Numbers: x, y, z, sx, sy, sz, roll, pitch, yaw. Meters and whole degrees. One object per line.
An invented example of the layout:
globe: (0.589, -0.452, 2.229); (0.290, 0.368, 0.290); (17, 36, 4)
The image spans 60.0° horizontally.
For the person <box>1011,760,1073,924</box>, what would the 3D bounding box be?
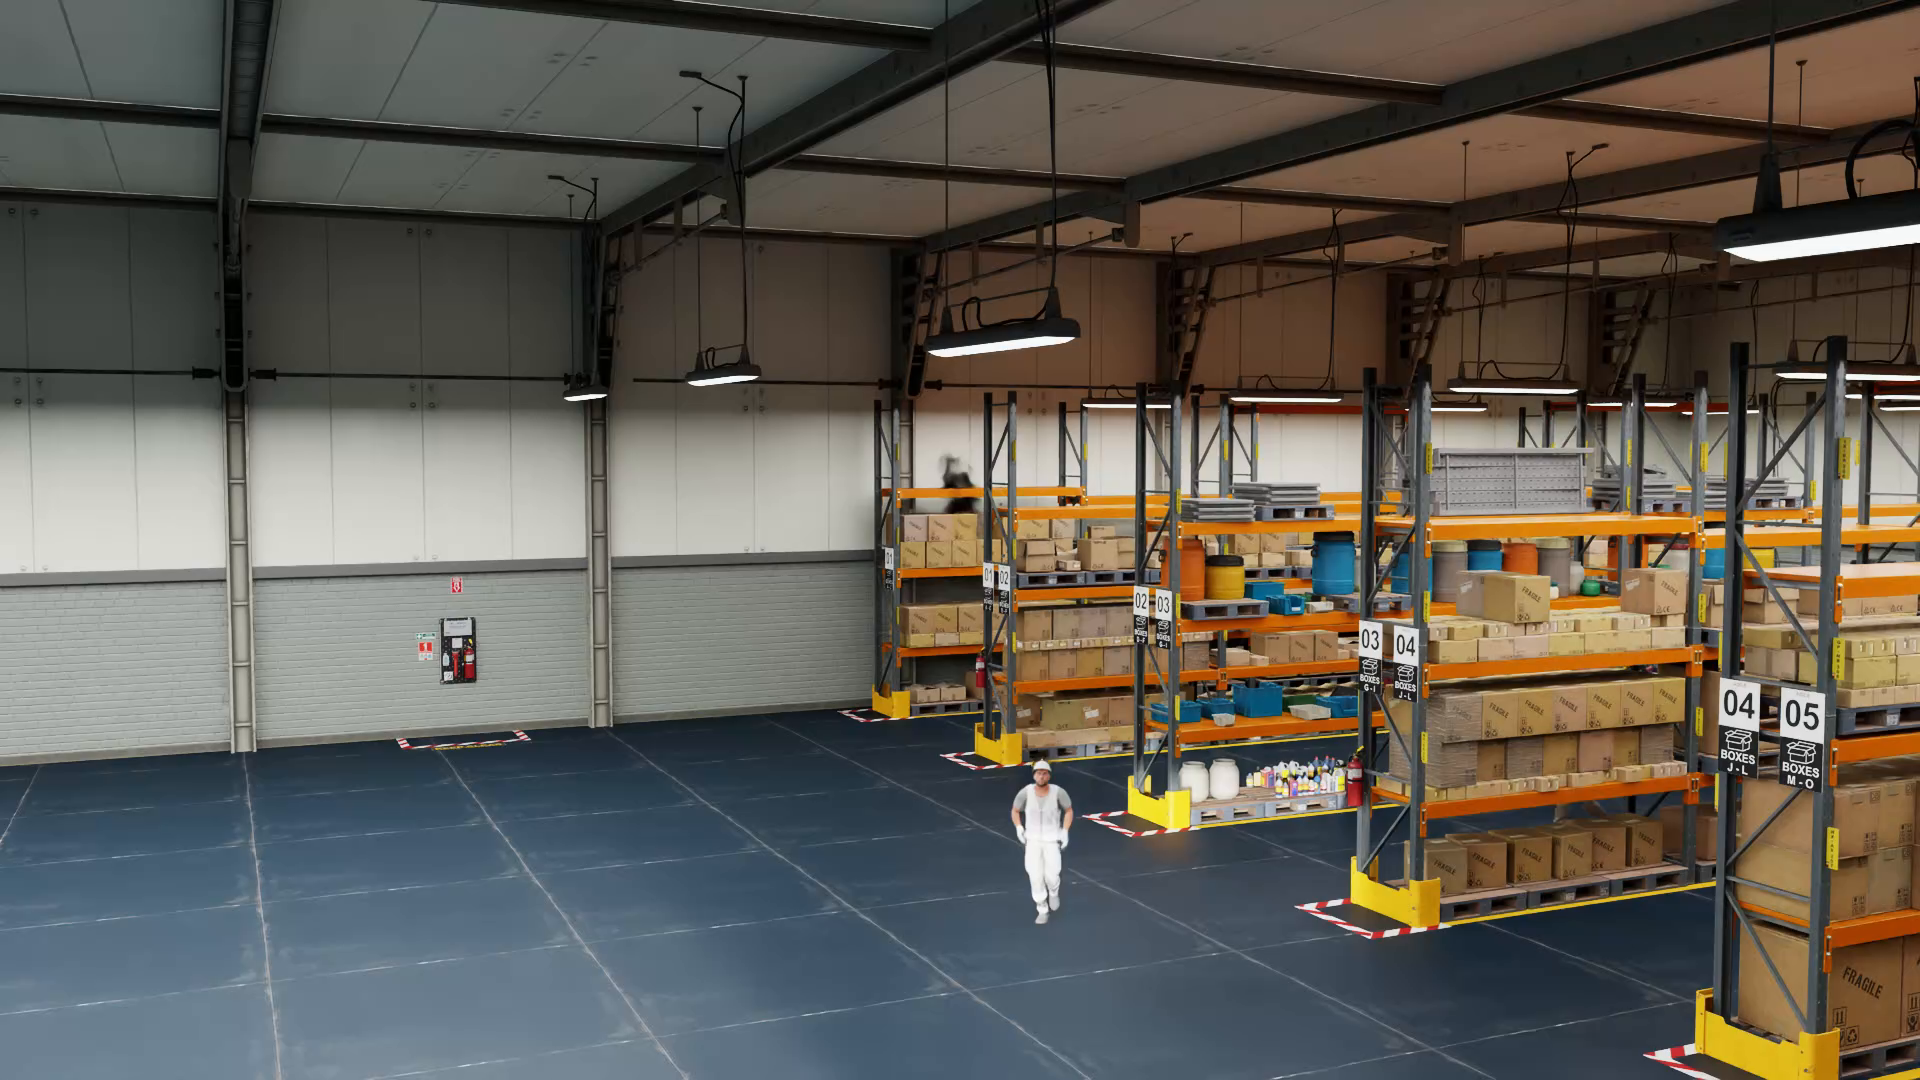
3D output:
person: (0.880, 3.245, 17.997); (0.668, 1.749, 0.585); (0, 3, 8)

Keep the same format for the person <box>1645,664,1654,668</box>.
person: (12.808, 2.526, 30.441); (0.586, 1.724, 0.691); (-2, 4, -26)

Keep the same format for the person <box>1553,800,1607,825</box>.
person: (7.968, 3.030, 21.479); (0.969, 1.716, 0.662); (-2, 4, -27)
